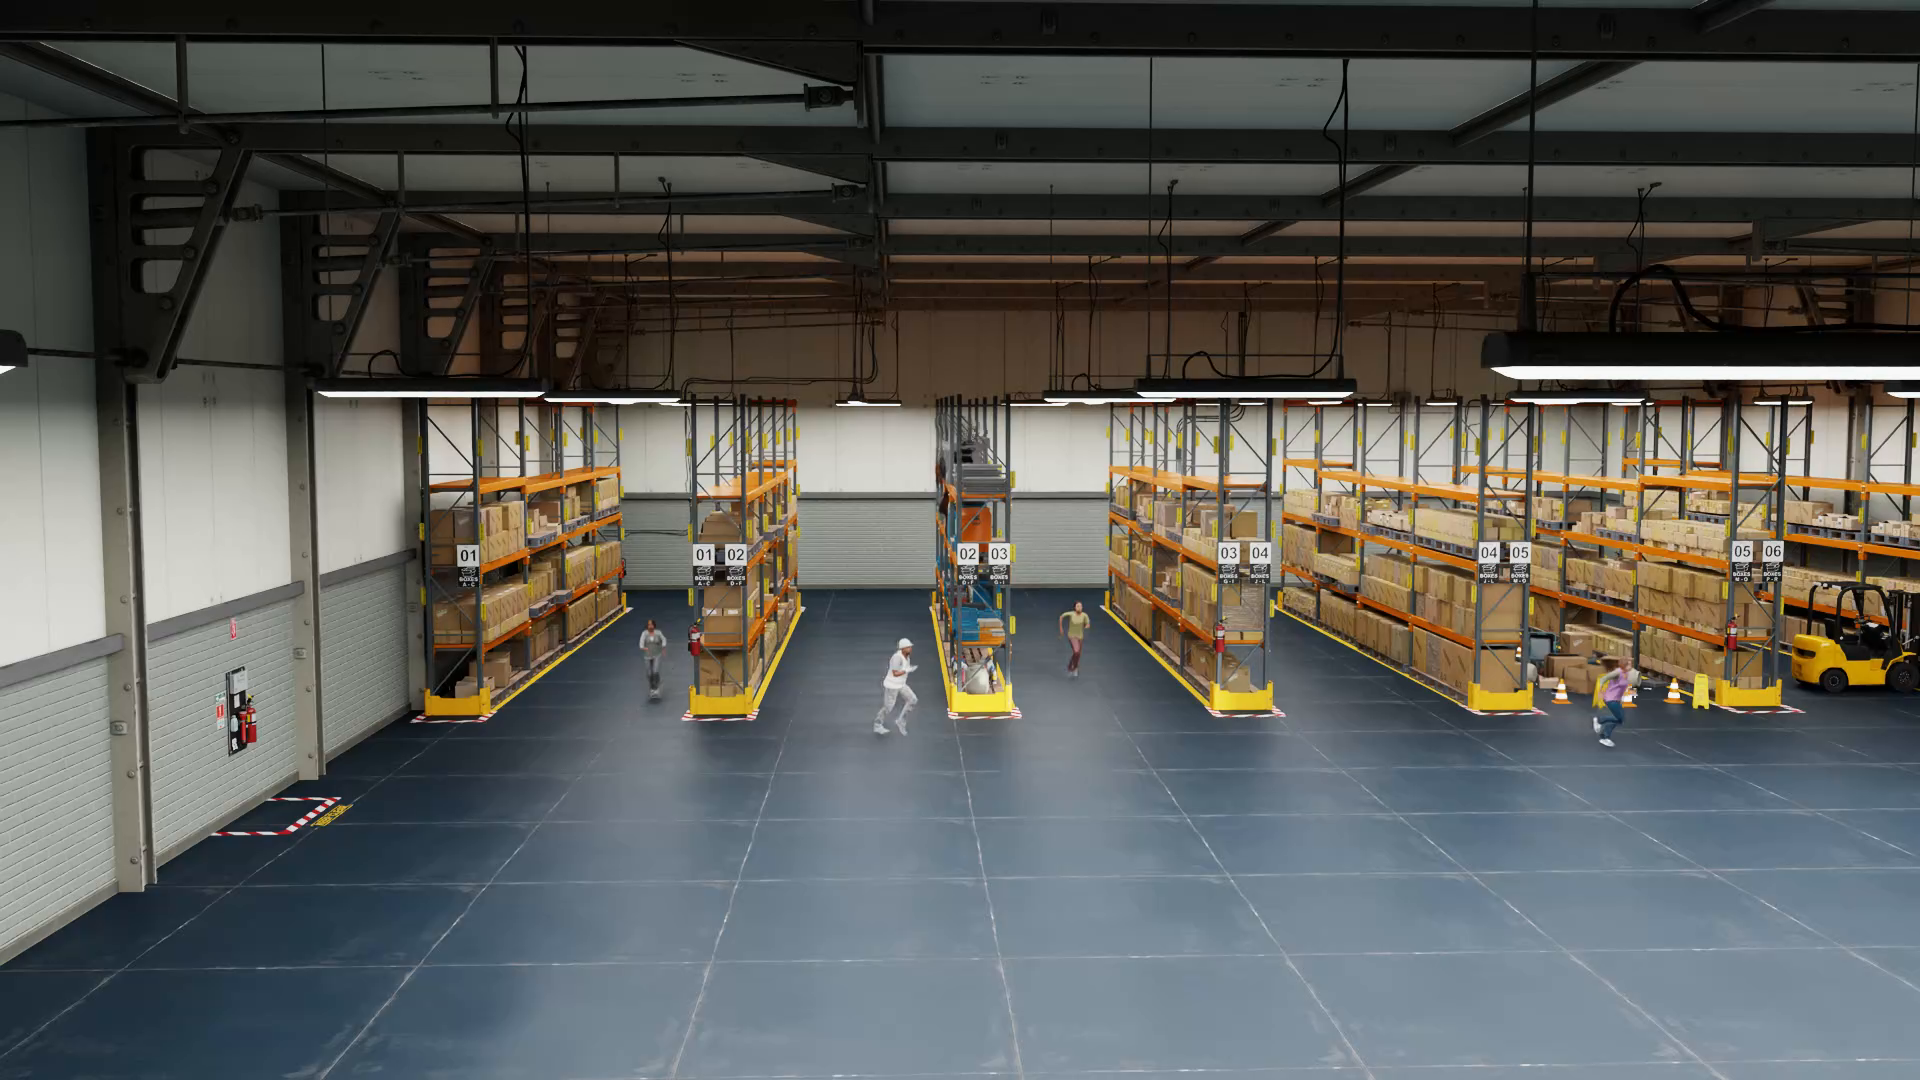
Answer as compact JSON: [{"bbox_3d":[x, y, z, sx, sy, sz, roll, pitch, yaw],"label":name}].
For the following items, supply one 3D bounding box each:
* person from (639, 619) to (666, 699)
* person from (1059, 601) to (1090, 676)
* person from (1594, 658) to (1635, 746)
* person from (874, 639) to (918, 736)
[{"bbox_3d":[-6.068,2.355,32.826,0.504,1.558,0.732,0,5,-5],"label":"person"},{"bbox_3d":[2.460,2.094,35.440,0.608,1.618,0.758,-1,5,-14],"label":"person"},{"bbox_3d":[11.146,2.749,28.318,0.669,1.531,0.528,4,6,44],"label":"person"},{"bbox_3d":[-1.098,2.562,28.959,0.914,1.721,0.659,2,5,28],"label":"person"}]
